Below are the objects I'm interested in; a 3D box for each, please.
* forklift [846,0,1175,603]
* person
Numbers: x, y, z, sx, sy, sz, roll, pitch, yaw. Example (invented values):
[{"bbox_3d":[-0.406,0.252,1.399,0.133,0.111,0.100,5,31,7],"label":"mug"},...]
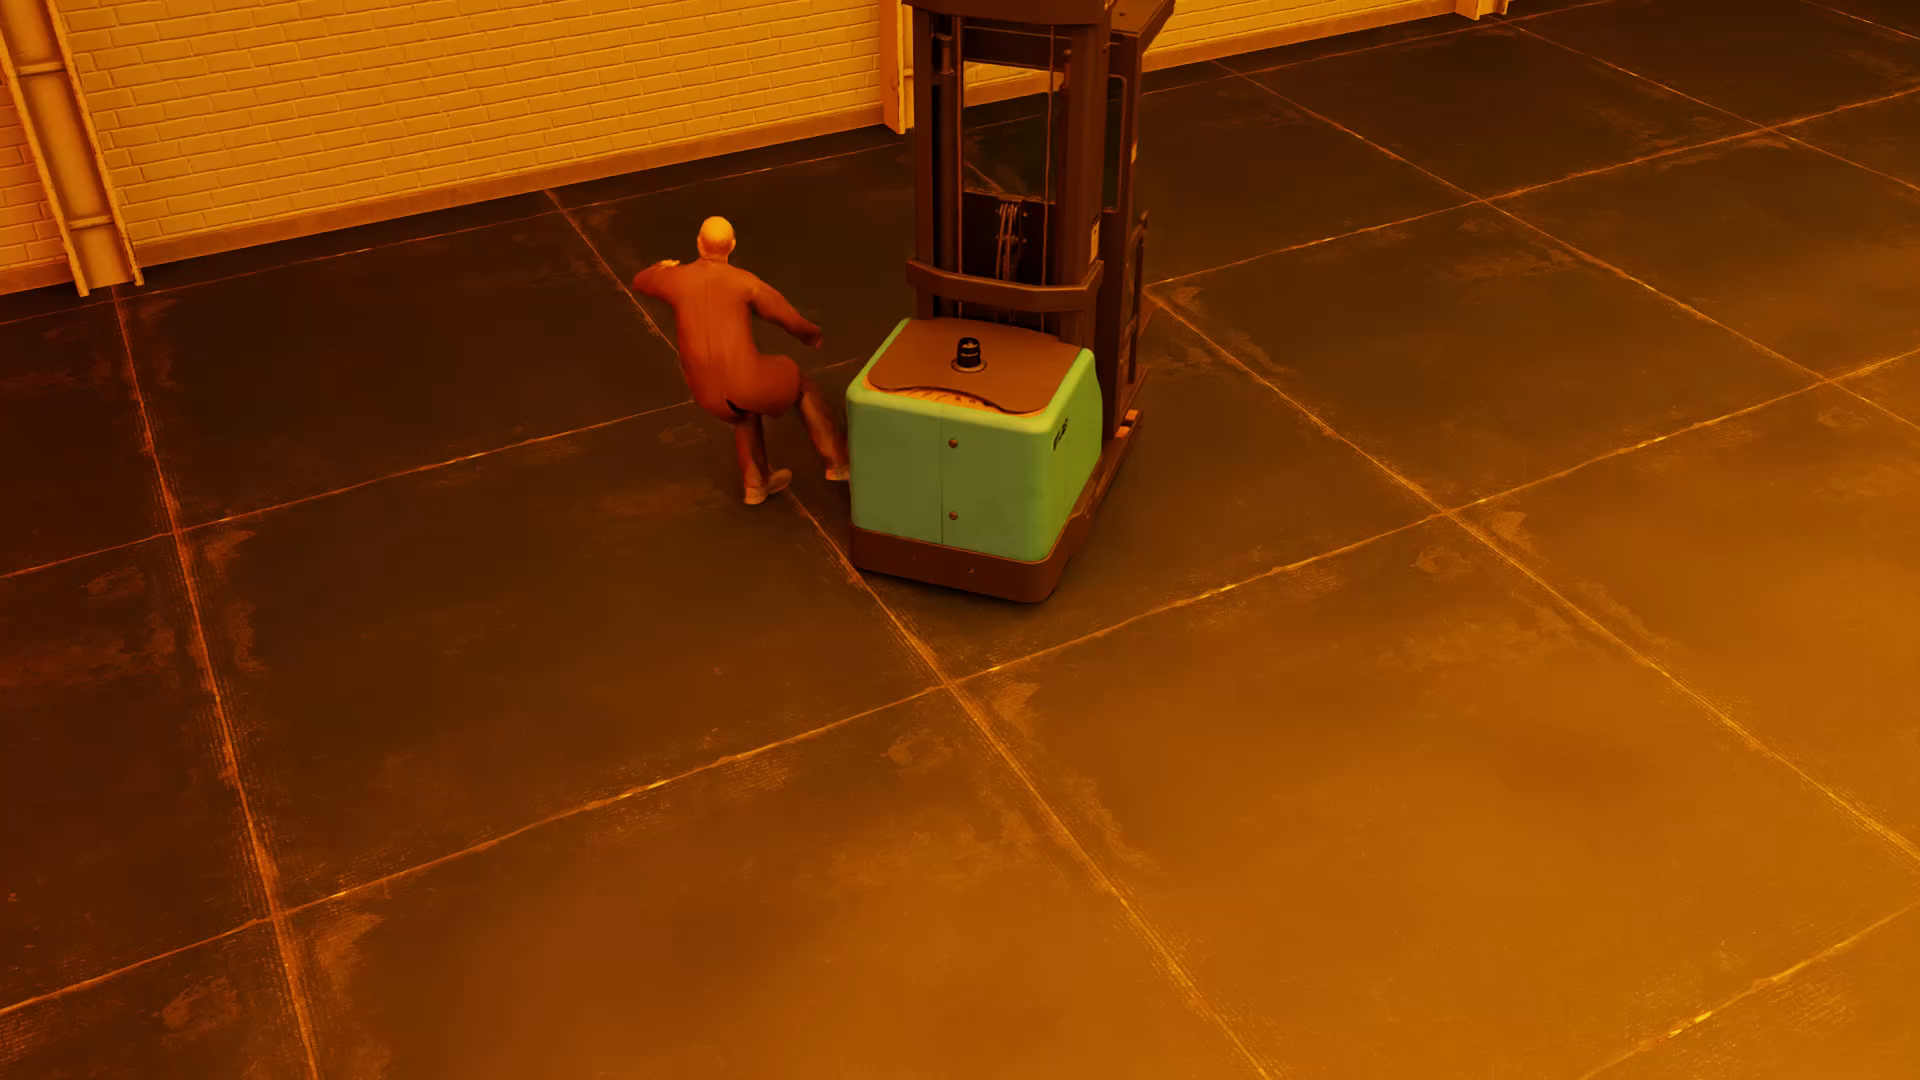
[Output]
[{"bbox_3d":[0.408,-1.738,8.582,1.130,2.935,3.031,11,37,16],"label":"forklift"},{"bbox_3d":[-1.031,-0.998,8.777,1.348,1.521,0.927,3,35,4],"label":"person"}]
